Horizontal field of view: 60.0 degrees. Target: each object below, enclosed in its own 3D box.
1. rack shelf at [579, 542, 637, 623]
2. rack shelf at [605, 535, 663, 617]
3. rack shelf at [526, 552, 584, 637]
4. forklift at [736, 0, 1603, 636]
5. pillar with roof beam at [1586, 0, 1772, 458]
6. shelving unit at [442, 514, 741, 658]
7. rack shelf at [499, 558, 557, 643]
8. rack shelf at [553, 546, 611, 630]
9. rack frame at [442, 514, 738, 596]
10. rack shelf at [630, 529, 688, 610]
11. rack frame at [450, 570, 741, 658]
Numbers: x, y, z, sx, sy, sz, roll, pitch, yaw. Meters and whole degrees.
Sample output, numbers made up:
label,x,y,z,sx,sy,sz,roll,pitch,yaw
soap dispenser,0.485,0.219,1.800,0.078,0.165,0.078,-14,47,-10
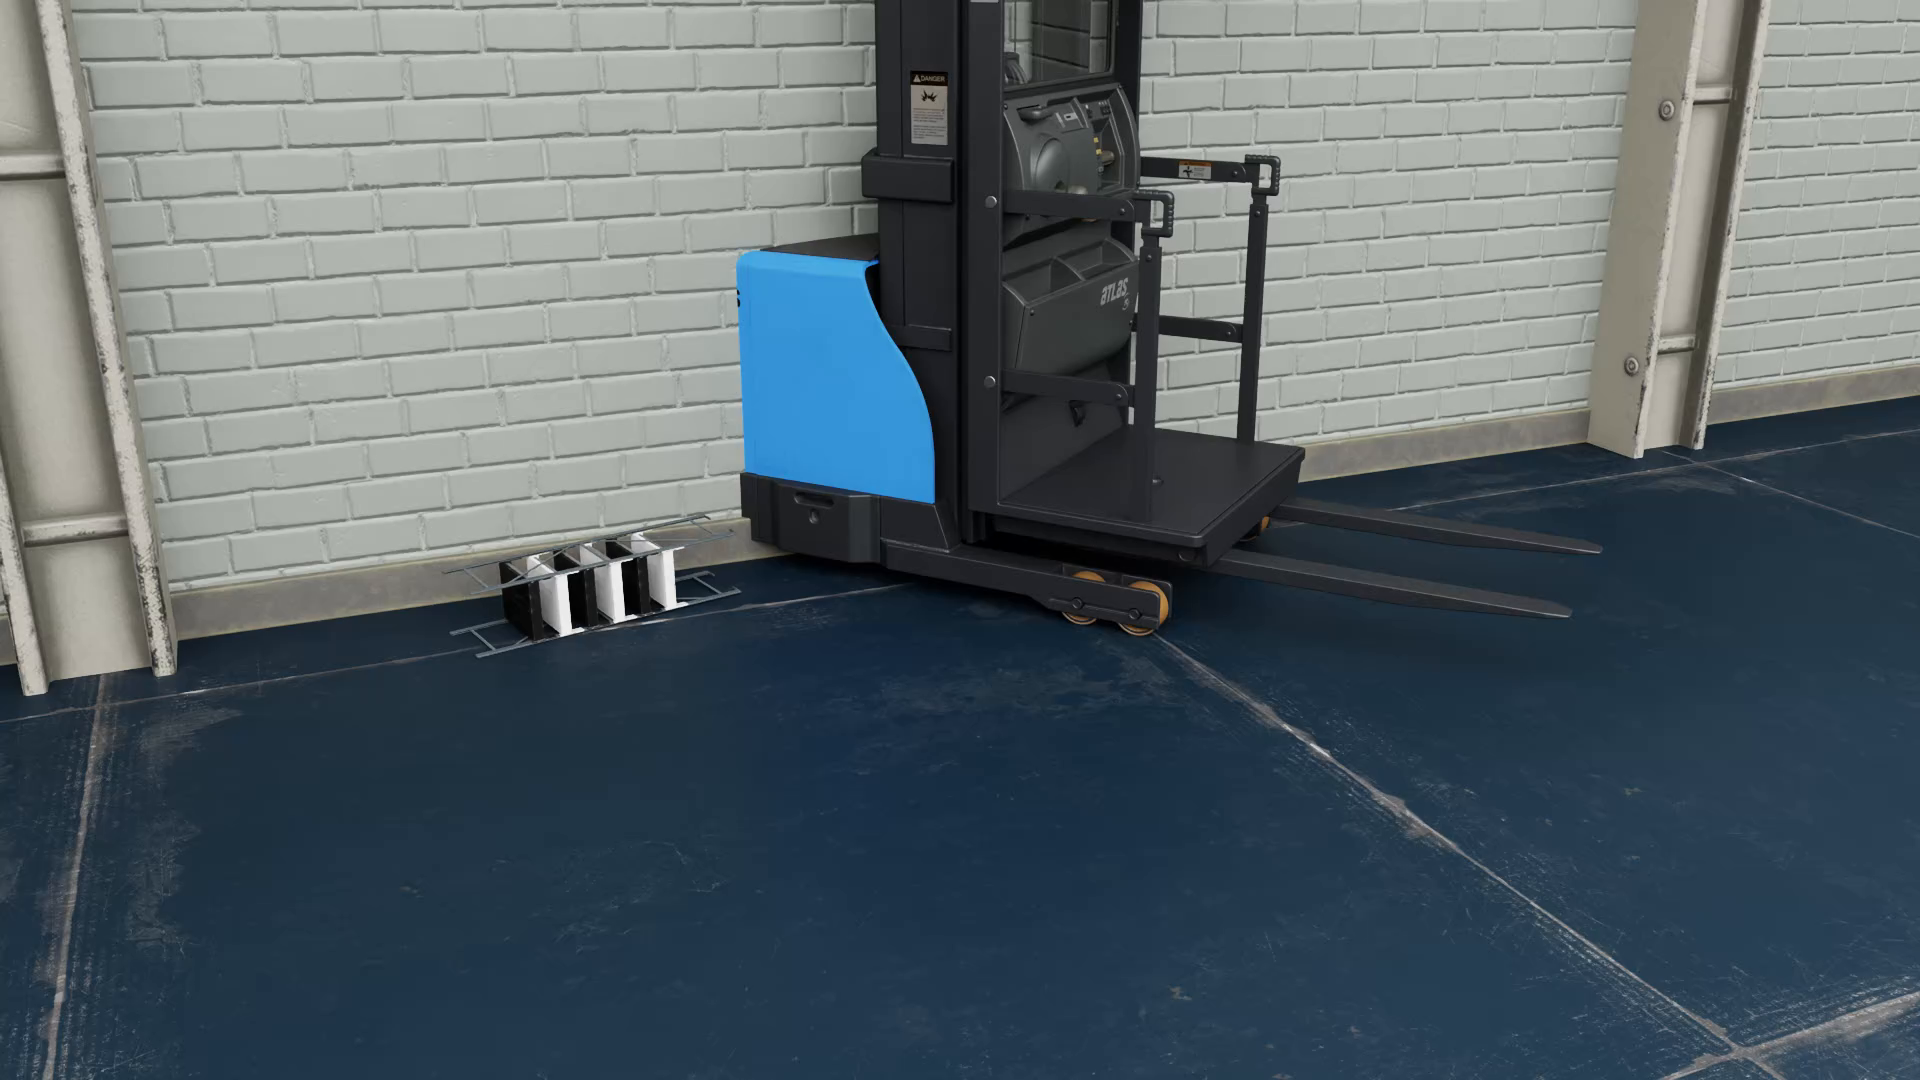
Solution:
label,x,y,z,sx,sy,sz,roll,pitch,yaw
rack shelf,-1.132,0.128,5.330,0.077,0.200,0.258,-14,24,-33
rack shelf,-1.059,0.110,5.380,0.077,0.200,0.258,-14,24,-33
rack shelf,-1.278,0.164,5.231,0.077,0.200,0.258,-14,24,-33
forklift,0.550,-1.286,5.260,3.031,2.935,1.130,10,22,26
pillar with roof beam,4.660,-3.347,1.980,0.400,9.000,9.100,-8,21,-22
shelving unit,-1.159,0.135,5.312,0.900,0.210,0.258,-14,24,-33
rack shelf,-1.351,0.183,5.181,0.077,0.200,0.258,-14,24,-33
rack shelf,-1.205,0.146,5.281,0.077,0.200,0.258,-14,24,-33
rack frame,-1.160,0.039,5.278,0.900,0.006,0.240,-14,24,-33
rack shelf,-0.987,0.091,5.429,0.077,0.200,0.258,-14,24,-33
rack frame,-1.159,0.230,5.346,0.900,0.006,0.240,-14,24,-33
